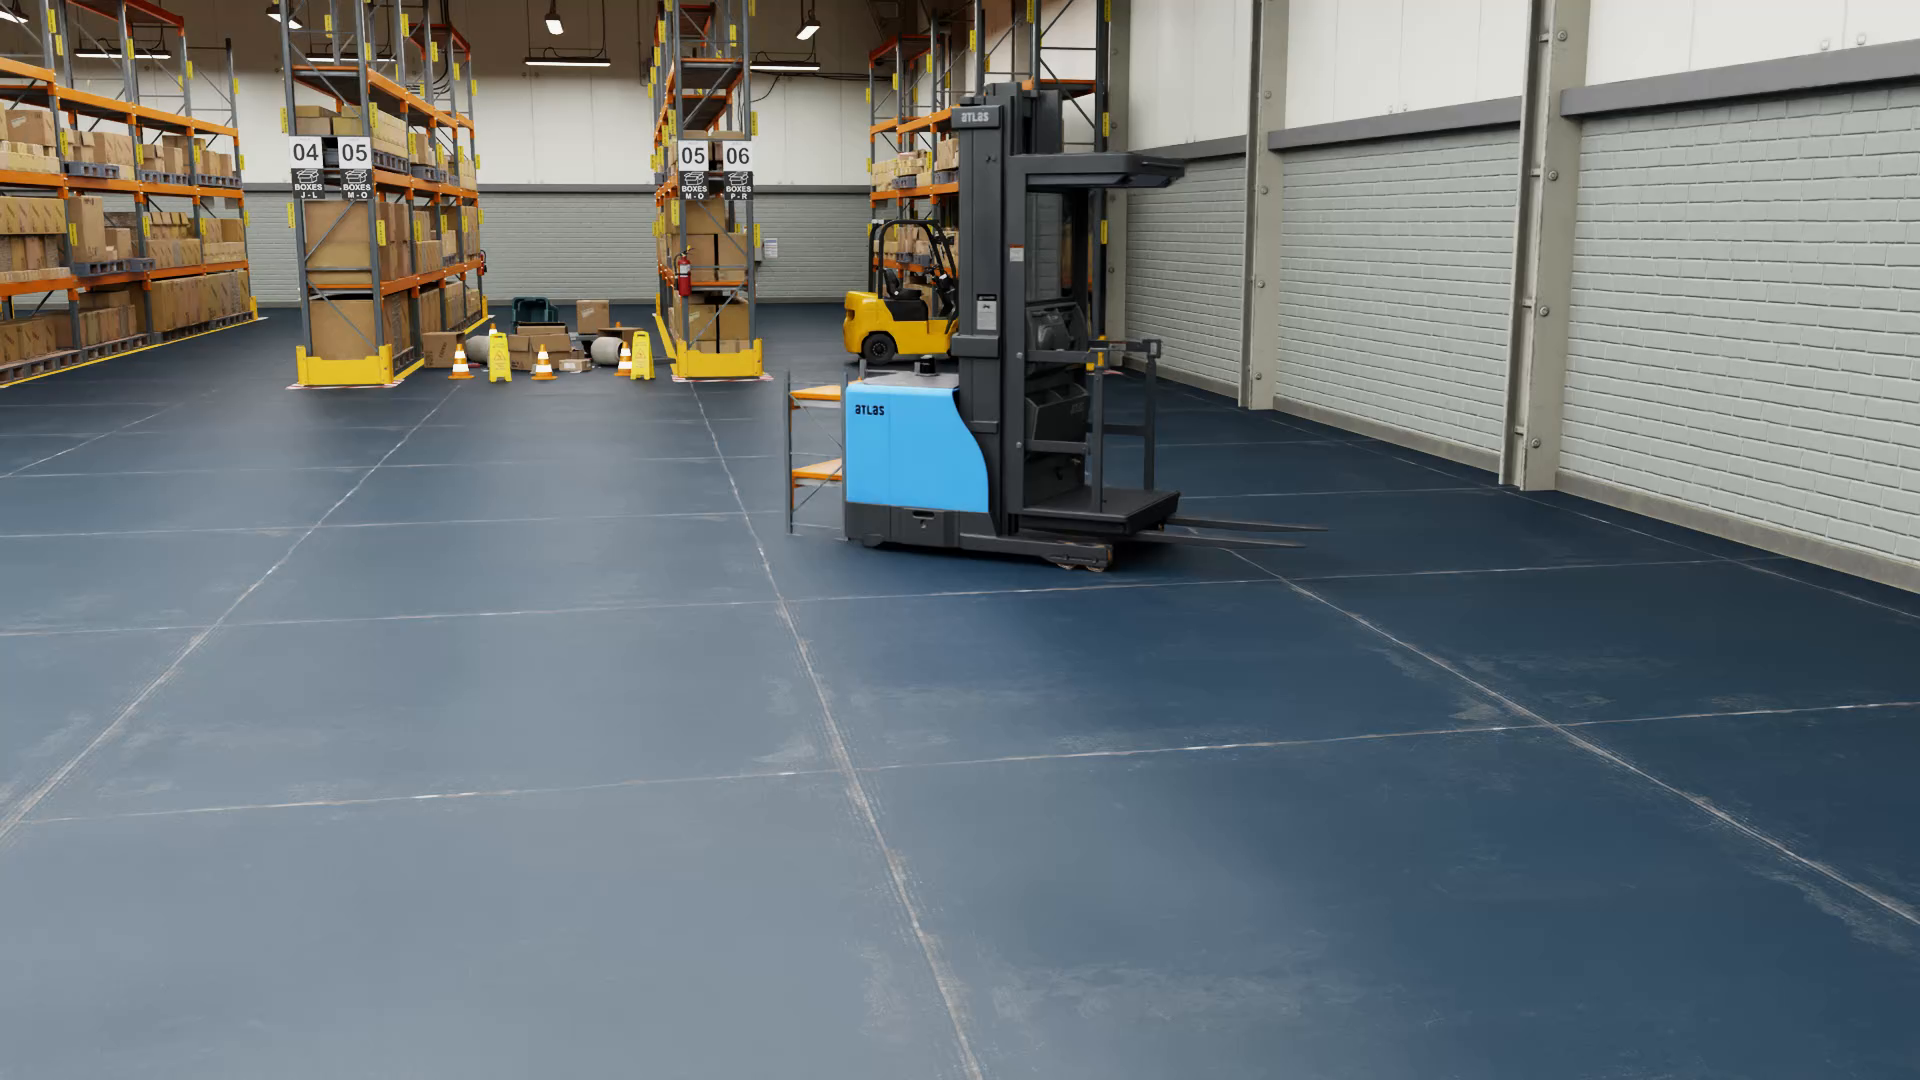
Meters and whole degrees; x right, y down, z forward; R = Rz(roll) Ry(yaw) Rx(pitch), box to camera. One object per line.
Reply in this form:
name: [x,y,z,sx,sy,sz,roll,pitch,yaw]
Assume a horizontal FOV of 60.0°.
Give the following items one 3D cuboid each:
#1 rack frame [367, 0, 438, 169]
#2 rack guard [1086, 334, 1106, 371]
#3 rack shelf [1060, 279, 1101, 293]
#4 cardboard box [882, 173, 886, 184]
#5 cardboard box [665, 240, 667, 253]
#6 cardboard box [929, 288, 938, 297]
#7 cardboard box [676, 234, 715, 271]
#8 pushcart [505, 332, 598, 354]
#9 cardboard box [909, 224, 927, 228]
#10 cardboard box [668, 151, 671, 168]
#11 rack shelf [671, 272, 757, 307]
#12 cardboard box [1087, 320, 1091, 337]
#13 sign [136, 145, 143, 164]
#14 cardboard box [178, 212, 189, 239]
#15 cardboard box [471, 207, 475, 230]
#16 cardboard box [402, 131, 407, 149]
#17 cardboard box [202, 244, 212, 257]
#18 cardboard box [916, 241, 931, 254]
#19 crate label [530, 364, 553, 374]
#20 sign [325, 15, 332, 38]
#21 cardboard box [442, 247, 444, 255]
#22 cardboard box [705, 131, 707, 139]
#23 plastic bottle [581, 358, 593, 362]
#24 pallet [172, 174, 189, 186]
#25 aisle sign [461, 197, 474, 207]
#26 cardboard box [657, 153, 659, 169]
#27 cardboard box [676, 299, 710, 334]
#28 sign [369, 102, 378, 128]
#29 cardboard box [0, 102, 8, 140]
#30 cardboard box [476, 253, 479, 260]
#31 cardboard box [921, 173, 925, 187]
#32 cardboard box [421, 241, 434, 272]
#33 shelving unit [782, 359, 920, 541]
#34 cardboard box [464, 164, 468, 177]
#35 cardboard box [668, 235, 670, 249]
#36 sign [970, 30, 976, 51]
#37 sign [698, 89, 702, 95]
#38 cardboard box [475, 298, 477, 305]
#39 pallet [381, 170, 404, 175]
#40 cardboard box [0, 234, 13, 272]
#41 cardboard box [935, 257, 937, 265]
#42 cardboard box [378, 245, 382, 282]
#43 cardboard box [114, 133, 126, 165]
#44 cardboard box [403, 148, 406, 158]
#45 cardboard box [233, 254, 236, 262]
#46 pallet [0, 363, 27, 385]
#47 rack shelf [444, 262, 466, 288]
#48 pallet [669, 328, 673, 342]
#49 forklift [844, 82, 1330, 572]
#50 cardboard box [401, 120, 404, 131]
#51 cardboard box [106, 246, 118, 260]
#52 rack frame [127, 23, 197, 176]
rack frame: [-9.739,-7.983,29.071,1.000,3.000,0.127,-2,11,-11]
rack guard: [1.526,-2.716,24.128,1.175,0.500,0.348,-2,11,-11]
rack shelf: [1.132,-3.962,25.912,1.077,0.370,4.000,-2,11,-11]
cardboard box: [-1.443,-8.057,37.086,0.500,0.250,0.500,-2,11,-12]
cardboard box: [-5.246,-5.486,31.060,0.500,0.250,0.500,-2,11,-11]
cardboard box: [-0.379,-4.794,32.188,0.380,0.149,0.250,-3,11,-14]
cardboard box: [-3.723,-4.052,23.399,0.500,0.500,0.500,-2,11,-12]
pushcart: [-6.352,-3.120,26.582,1.648,0.377,0.936,-6,13,-31]
cardboard box: [-0.841,-6.873,36.883,0.500,0.500,0.500,-2,11,-13]
cardboard box: [-4.308,-5.956,26.050,0.500,0.250,0.500,-2,11,-12]
rack shelf: [-3.736,-3.780,24.960,1.077,0.370,4.000,-2,11,-11]
cardboard box: [1.633,-3.143,24.582,0.500,0.250,0.500,-2,11,-10]
sign: [-14.091,-6.621,28.554,0.100,0.325,0.005,-2,11,-11]
cardboard box: [-15.269,-6.033,31.919,0.797,0.503,0.637,-2,11,-12]
cardboard box: [-10.753,-6.927,35.829,0.500,0.500,0.500,-2,11,-8]
cardboard box: [-8.613,-6.023,25.009,0.500,0.250,0.500,-2,11,-12]
cardboard box: [-15.236,-5.776,33.125,0.500,0.250,0.500,-2,11,-12]
cardboard box: [-0.558,-5.730,32.556,0.500,0.250,0.500,-3,11,-14]
crate label: [-5.932,-2.432,23.607,0.250,0.136,0.298,-9,14,-40]
sign: [-9.491,-7.725,25.006,0.100,0.325,0.005,-2,11,-11]
cardboard box: [-9.787,-5.356,30.864,0.380,0.149,0.250,-2,11,-8]
cardboard box: [-3.715,-5.609,23.160,0.380,0.149,0.250,-2,11,-10]
plastic bottle: [-5.714,-2.752,25.493,0.133,0.061,0.283,0,11,-1]
pallet: [-15.175,-6.821,31.499,0.805,0.209,1.217,-3,11,-13]
aisle sign: [-11.015,-7.804,37.225,0.394,0.787,0.004,-2,11,-11]
cardboard box: [-5.794,-7.525,33.295,0.500,0.500,0.500,-2,11,-12]
cardboard box: [-4.060,-3.414,25.334,0.500,0.500,0.500,-2,11,-8]
sign: [-7.637,-5.529,21.653,0.100,0.325,0.005,-2,11,-11]
cardboard box: [-13.092,-5.603,22.190,0.500,0.500,0.500,-2,11,-11]
cardboard box: [-10.954,-6.330,37.104,0.380,0.149,0.250,-2,11,-11]
cardboard box: [-0.471,-6.993,32.293,0.500,0.250,0.500,-2,11,-11]
cardboard box: [-9.091,-4.735,27.784,0.500,0.500,0.500,-2,11,-10]
shelving unit: [-0.732,-0.652,11.615,0.538,1.125,1.048,6,12,27]
cardboard box: [-10.552,-7.696,34.651,0.500,0.250,0.500,-2,11,-10]
cardboard box: [-4.934,-5.450,29.620,0.500,0.500,0.500,-2,11,-8]
sign: [0.213,-8.105,27.001,0.100,0.325,0.005,-2,11,-11]
sign: [-5.924,-10.164,37.818,0.100,0.325,0.005,-2,11,-11]
cardboard box: [-10.696,-5.179,36.089,0.380,0.149,0.250,-2,11,-10]
pallet: [-9.188,-5.848,26.389,0.805,0.209,1.217,-3,11,-13]
cardboard box: [-13.418,-3.884,22.519,0.875,0.500,0.500,-2,11,-11]
cardboard box: [-0.188,-5.252,31.166,0.500,0.250,0.500,-2,11,-11]
cardboard box: [-8.428,-3.809,22.783,0.875,0.550,0.550,-2,11,-11]
cardboard box: [-14.175,-6.470,27.541,0.500,0.500,0.500,-2,11,-11]
cardboard box: [-8.527,-5.806,24.939,0.380,0.149,0.250,-2,11,-10]
cardboard box: [-15.587,-5.977,35.250,0.380,0.149,0.250,-2,11,-12]
pallet: [-13.206,-2.201,22.196,1.003,0.211,1.213,-2,11,-11]
rack shelf: [-10.128,-5.049,31.626,1.077,0.370,4.000,-2,11,-11]
pallet: [-4.752,-3.721,30.182,1.003,0.211,1.213,-2,11,-11]
forklift: [0.801,-1.357,10.487,3.031,2.935,1.130,5,12,24]
cardboard box: [-8.528,-6.198,24.862,0.380,0.149,0.250,-2,11,-11]
cardboard box: [-14.035,-4.718,27.199,0.396,0.266,0.258,-2,11,-13]
rack frame: [-15.402,-8.555,32.075,1.000,3.000,0.127,-2,11,-11]
